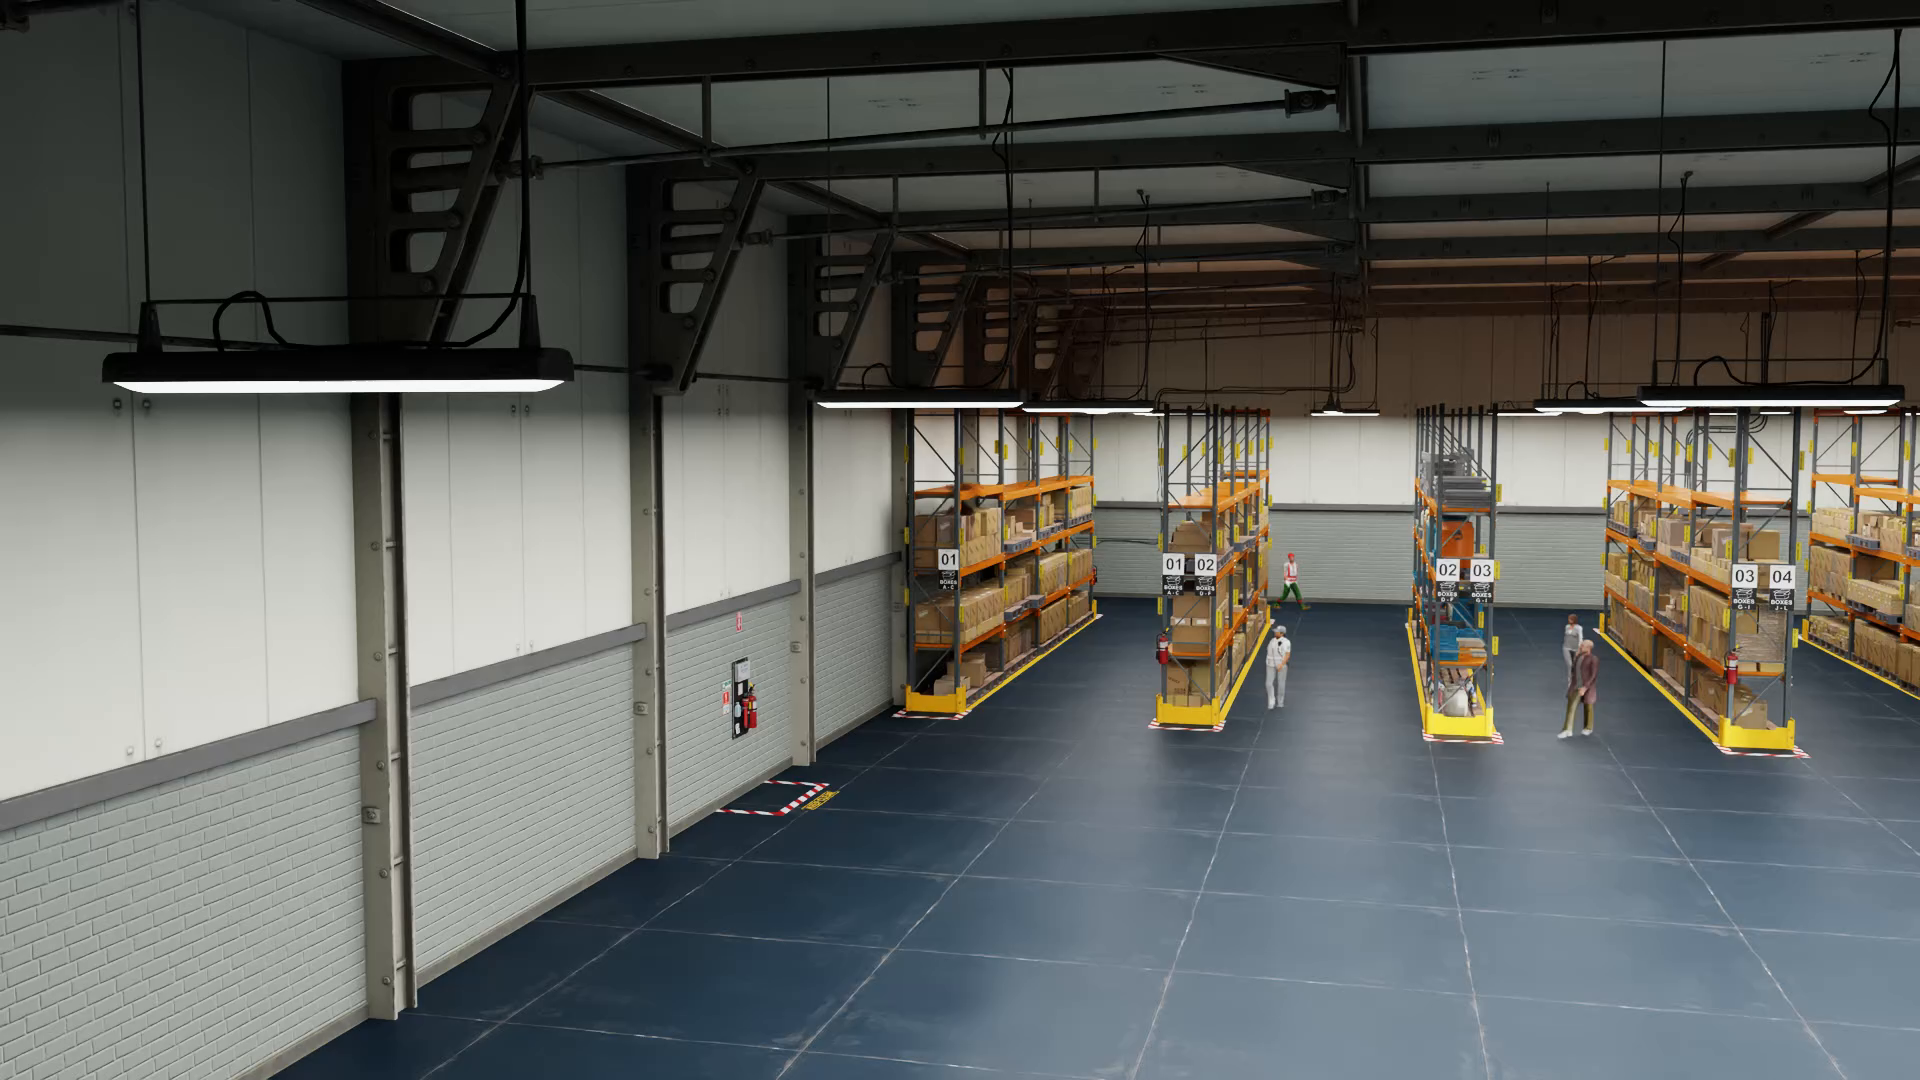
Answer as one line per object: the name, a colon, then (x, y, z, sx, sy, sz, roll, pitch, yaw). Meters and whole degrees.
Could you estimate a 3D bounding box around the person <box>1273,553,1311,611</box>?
person: (9.864, 1.260, 49.465, 1.055, 1.739, 0.650, 3, 5, 39)

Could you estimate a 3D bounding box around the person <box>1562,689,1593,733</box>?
person: (11.144, 2.969, 29.851, 0.415, 0.963, 0.819, 3, 5, 37)

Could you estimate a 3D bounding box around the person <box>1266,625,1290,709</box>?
person: (6.273, 2.549, 32.863, 0.498, 1.719, 0.633, 2, 4, 20)

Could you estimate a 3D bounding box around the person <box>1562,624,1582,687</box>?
person: (13.043, 2.457, 35.490, 0.386, 1.335, 0.703, 0, 4, 6)
